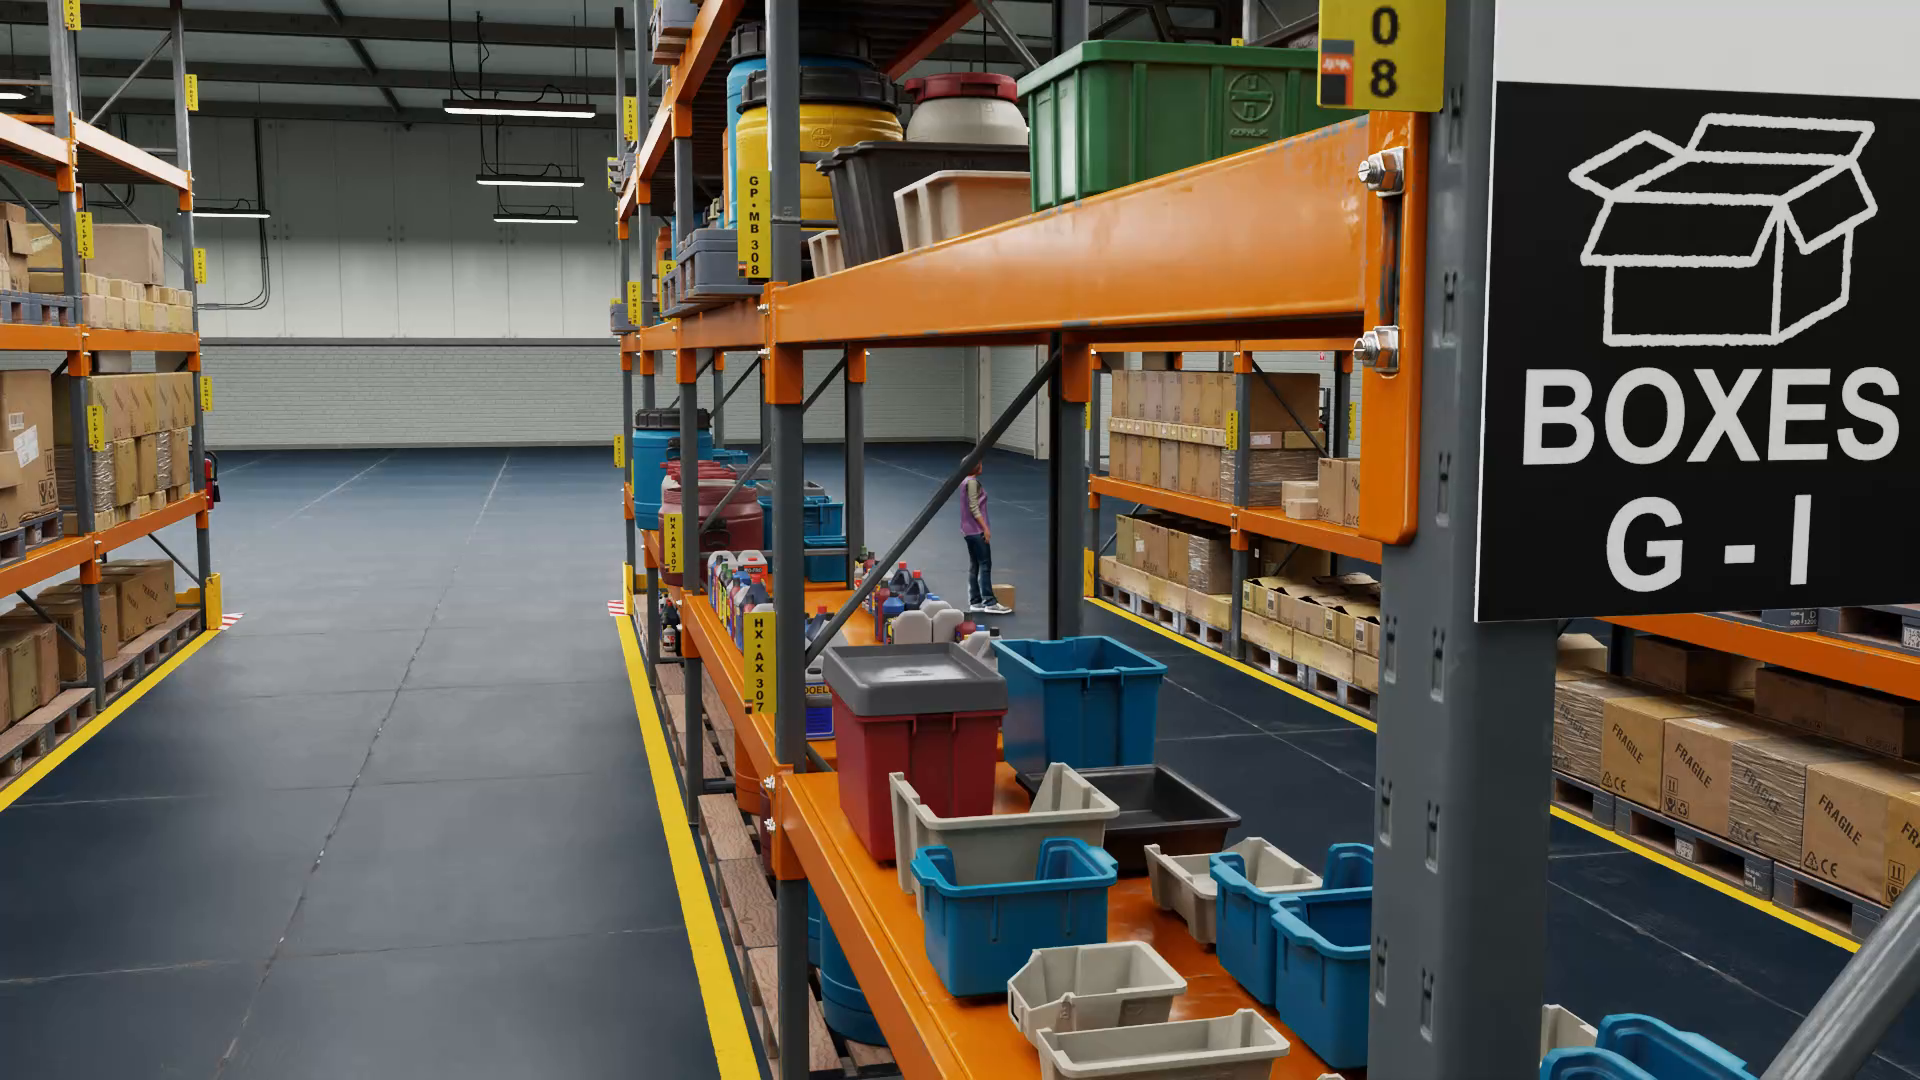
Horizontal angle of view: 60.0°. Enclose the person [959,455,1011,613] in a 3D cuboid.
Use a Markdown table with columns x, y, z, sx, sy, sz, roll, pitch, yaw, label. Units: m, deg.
| x | y | z | sx | sy | sz | roll | pitch | yaw | label |
| --- | --- | --- | --- | --- | --- | --- | --- | --- | --- |
| 0.240 | -0.070 | 16.917 | 0.473 | 1.599 | 0.519 | -2 | 7 | -14 | person |
